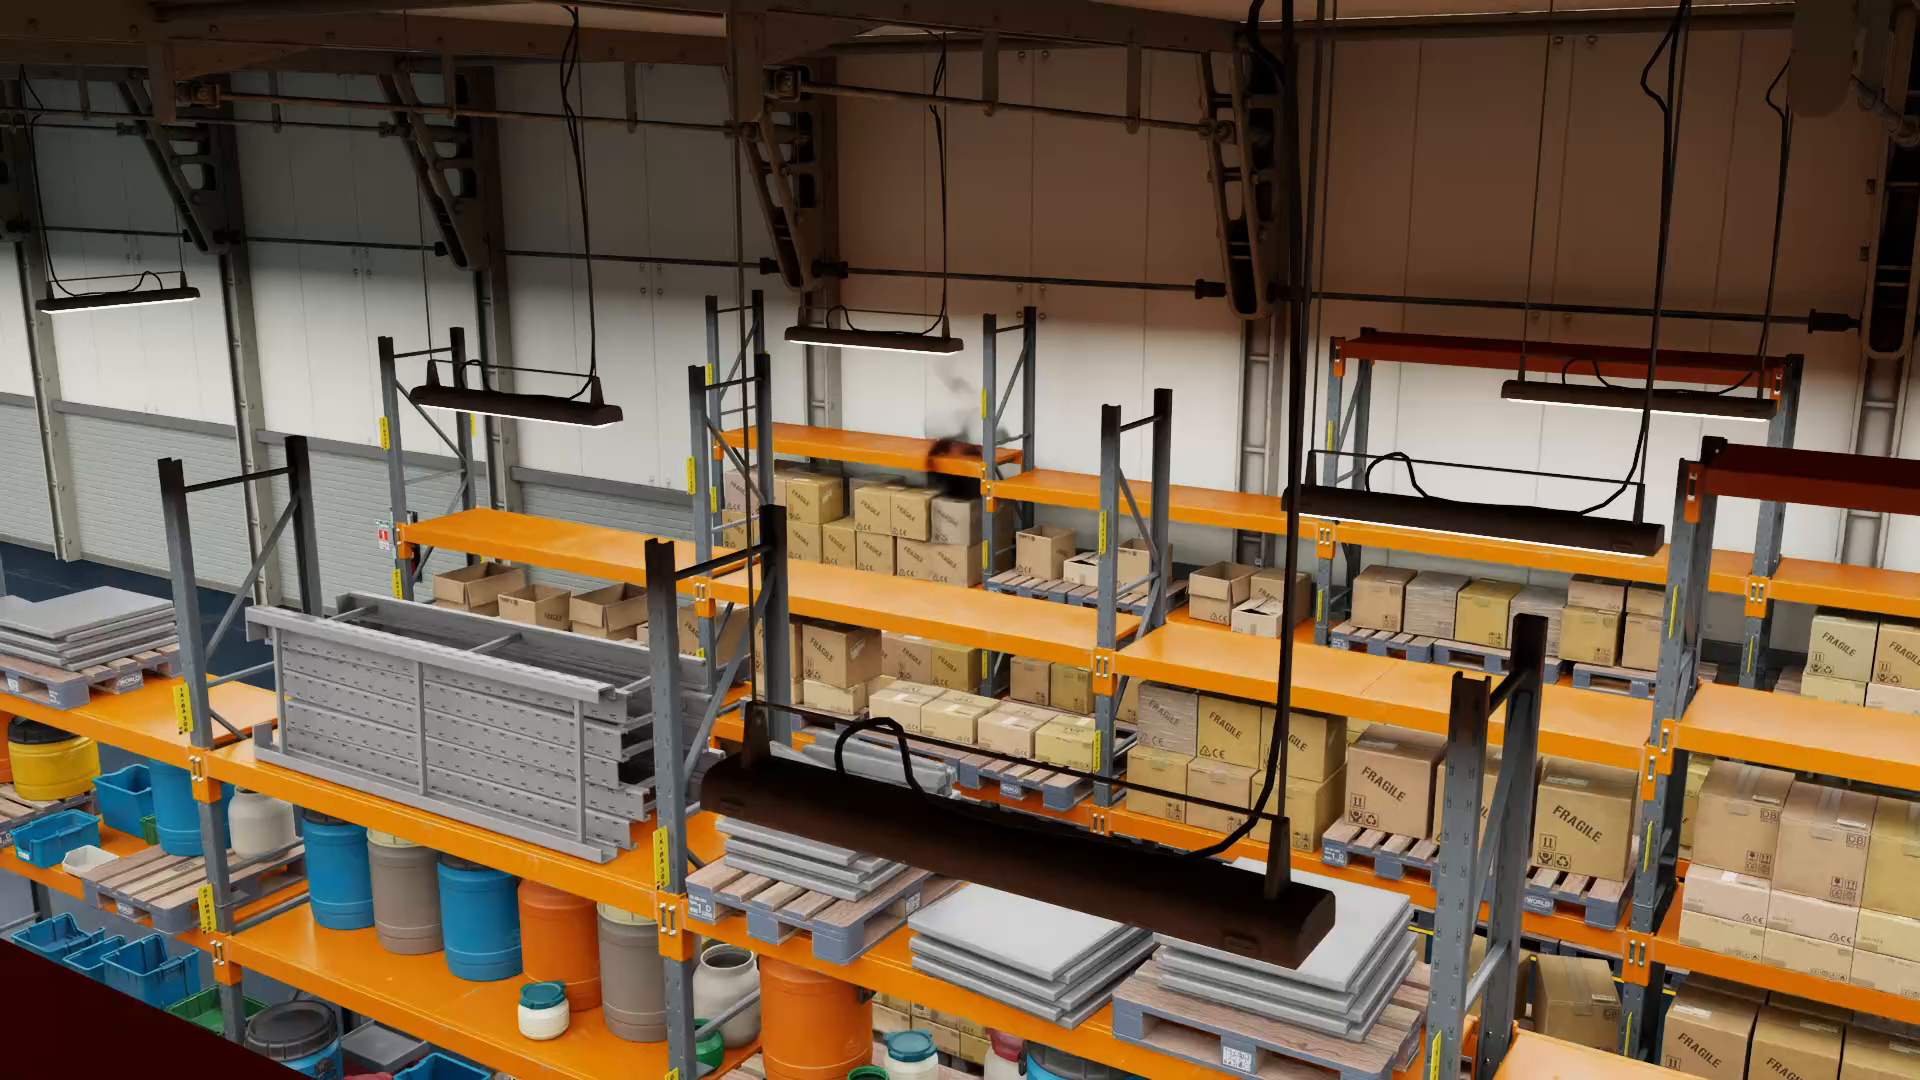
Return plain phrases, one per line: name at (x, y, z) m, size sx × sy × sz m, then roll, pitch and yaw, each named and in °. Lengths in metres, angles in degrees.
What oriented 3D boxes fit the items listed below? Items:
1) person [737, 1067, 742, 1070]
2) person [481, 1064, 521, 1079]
person at (-1.636, 4.182, 12.608) m, size 0.968 × 1.747 × 0.710 m, roll 7°, pitch 15°, yaw 27°
person at (-3.560, 4.111, 12.978) m, size 0.592 × 1.732 × 0.645 m, roll 9°, pitch 17°, yaw 33°
